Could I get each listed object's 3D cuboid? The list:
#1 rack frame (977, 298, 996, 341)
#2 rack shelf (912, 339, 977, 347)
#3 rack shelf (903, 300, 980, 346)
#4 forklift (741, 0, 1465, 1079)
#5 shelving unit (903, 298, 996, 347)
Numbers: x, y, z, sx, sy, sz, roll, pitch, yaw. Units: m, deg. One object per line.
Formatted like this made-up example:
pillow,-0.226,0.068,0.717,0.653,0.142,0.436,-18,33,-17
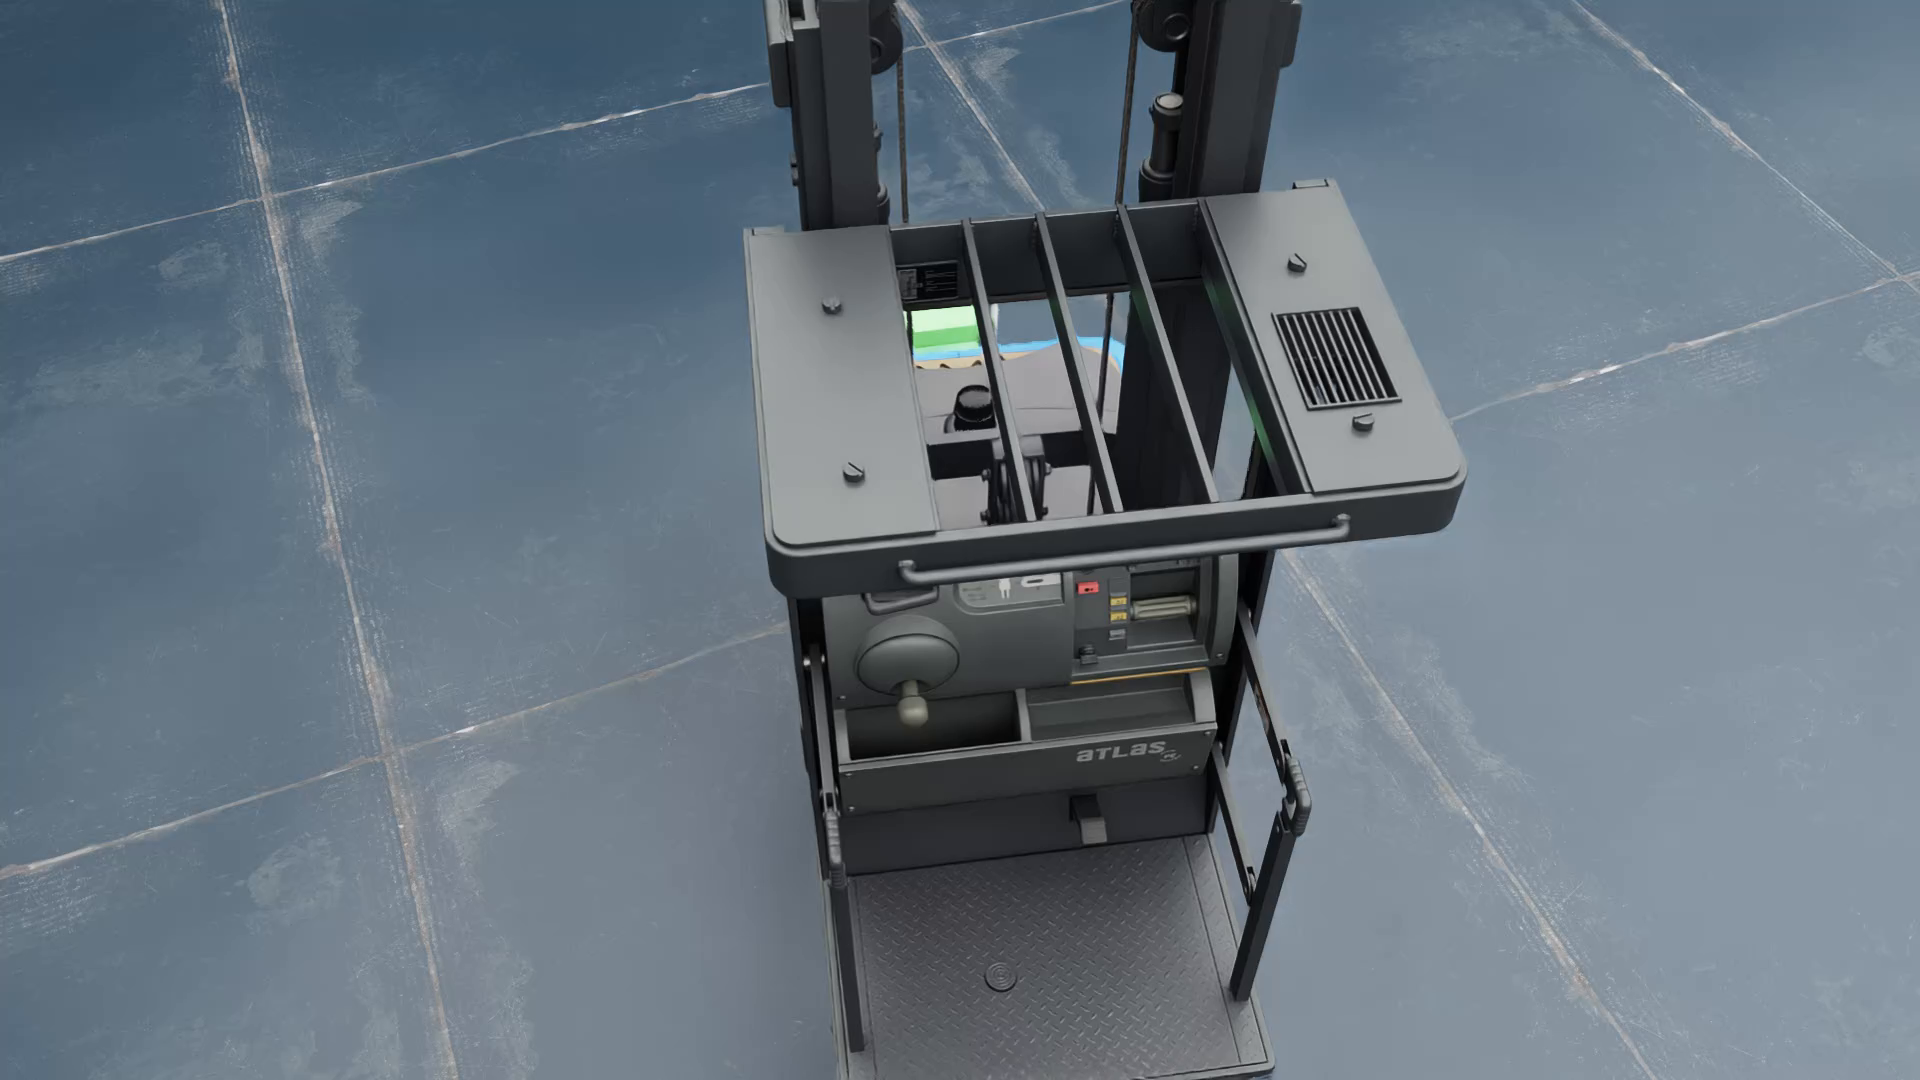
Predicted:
rack frame,0.077,-0.420,5.320,0.015,1.200,0.240,-7,50,-6
rack shelf,-0.164,-0.506,5.162,0.480,0.148,0.258,-7,50,-6
rack shelf,-0.164,-0.662,4.980,0.480,0.148,0.258,-7,50,-6
forklift,0.189,0.280,3.577,1.130,2.935,3.031,-6,50,-5
shelving unit,-0.164,-0.391,5.295,0.503,1.200,0.258,-7,50,-6
